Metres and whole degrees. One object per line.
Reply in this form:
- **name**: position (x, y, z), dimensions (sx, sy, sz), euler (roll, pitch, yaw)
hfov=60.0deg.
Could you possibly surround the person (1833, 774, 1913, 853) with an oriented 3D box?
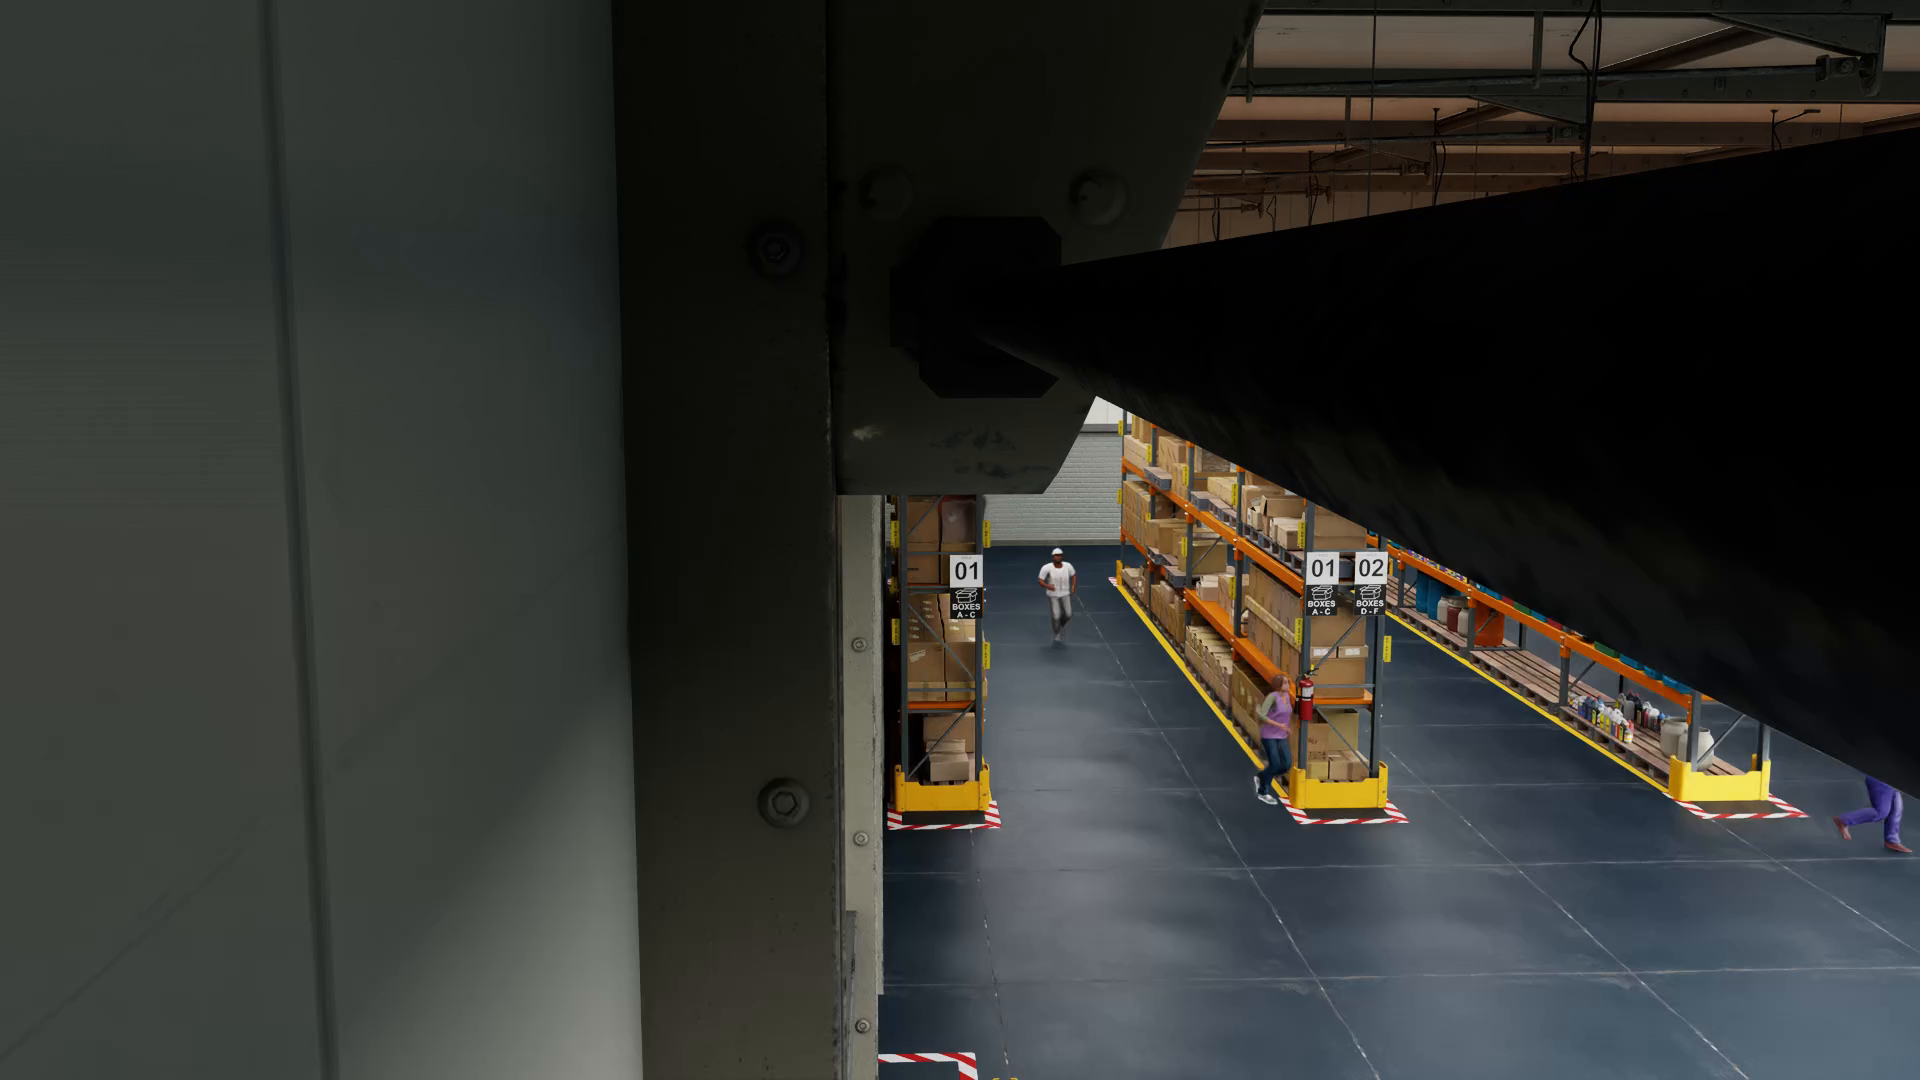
- **person**: position (10.513, 2.748, 19.061), dimensions (0.828, 1.647, 0.615), euler (4, 10, 28)

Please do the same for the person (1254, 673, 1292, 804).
- **person**: position (3.794, 2.365, 19.888), dimensions (0.562, 1.554, 0.542), euler (-7, 11, -41)

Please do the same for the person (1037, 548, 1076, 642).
- **person**: position (1.802, 1.007, 30.337), dimensions (0.770, 1.721, 0.526), euler (-2, 9, -13)
